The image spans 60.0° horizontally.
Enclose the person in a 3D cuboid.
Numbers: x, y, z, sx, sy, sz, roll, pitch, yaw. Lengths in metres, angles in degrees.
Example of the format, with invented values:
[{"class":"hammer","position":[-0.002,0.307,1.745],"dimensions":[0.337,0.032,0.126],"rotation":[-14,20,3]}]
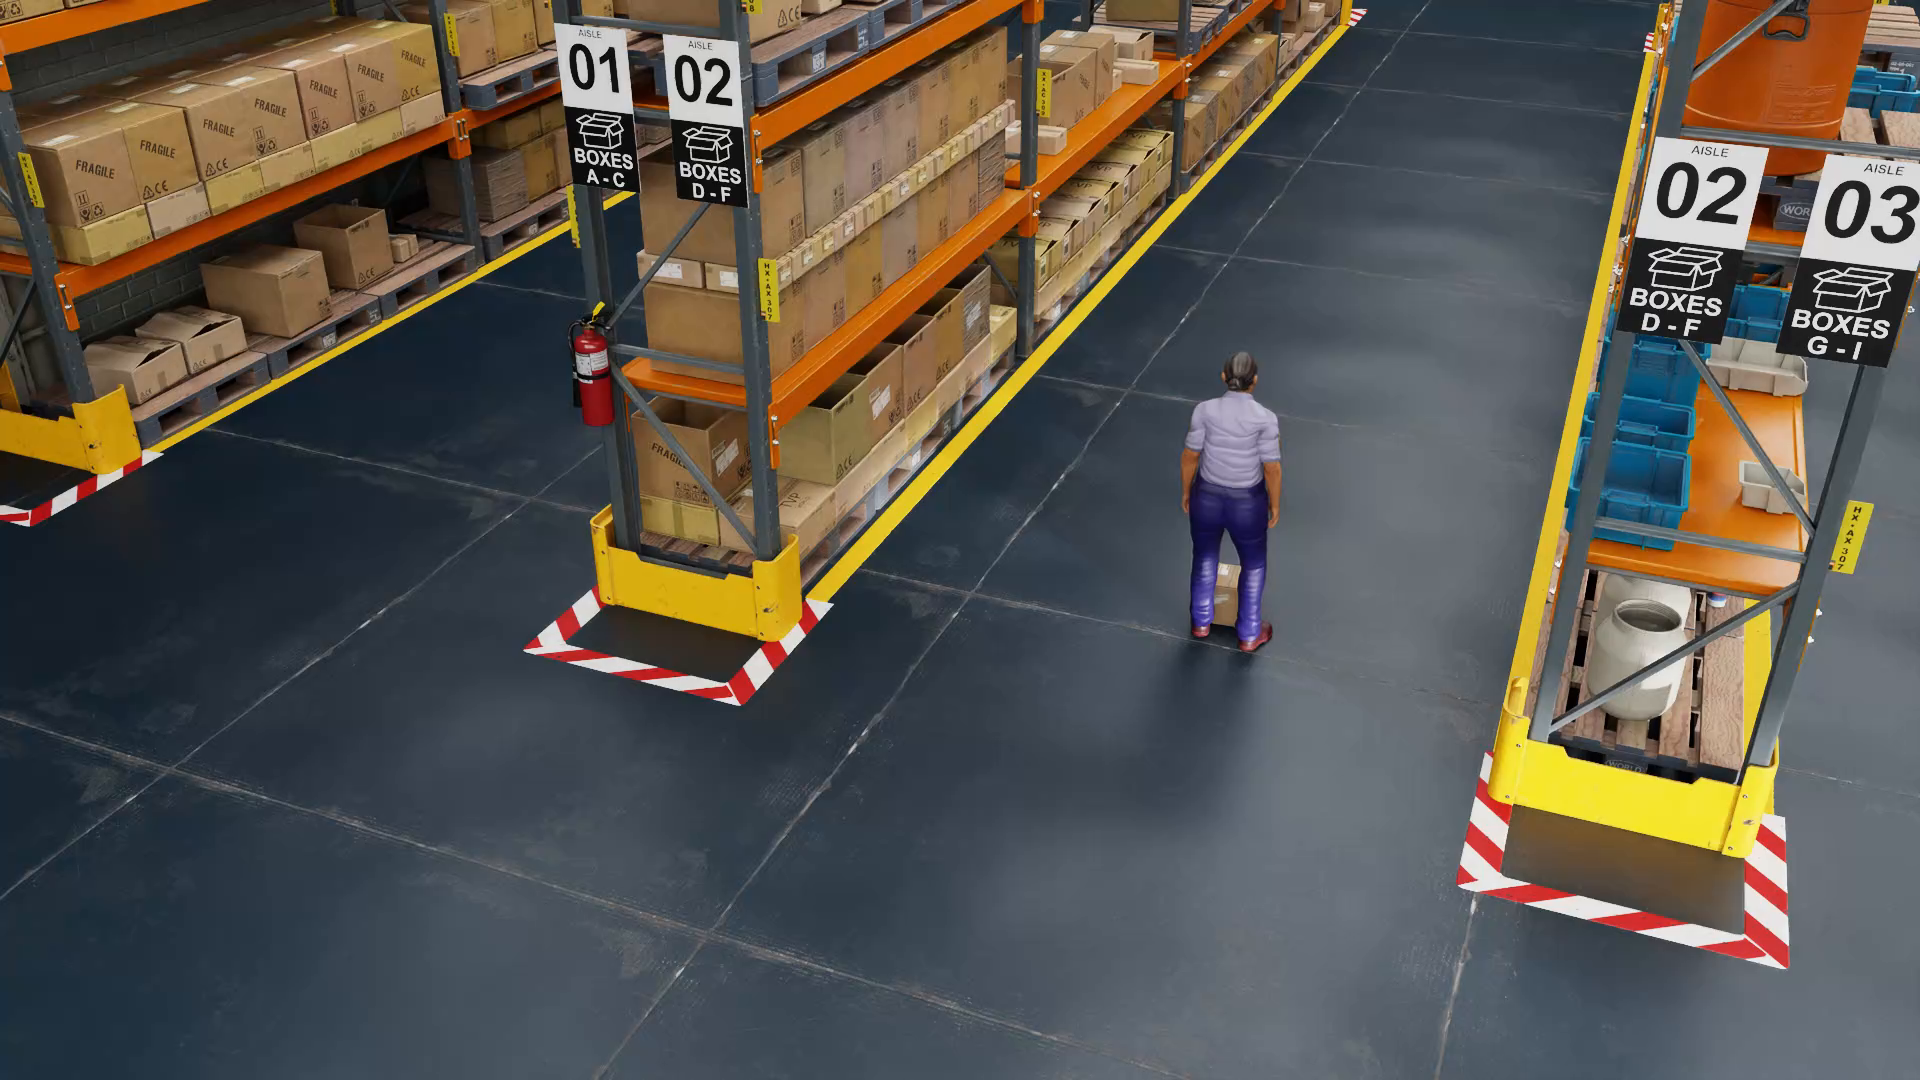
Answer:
[{"class":"person","position":[1.432,-0.193,8.751],"dimensions":[0.546,1.637,0.415],"rotation":[11,32,19]}]
